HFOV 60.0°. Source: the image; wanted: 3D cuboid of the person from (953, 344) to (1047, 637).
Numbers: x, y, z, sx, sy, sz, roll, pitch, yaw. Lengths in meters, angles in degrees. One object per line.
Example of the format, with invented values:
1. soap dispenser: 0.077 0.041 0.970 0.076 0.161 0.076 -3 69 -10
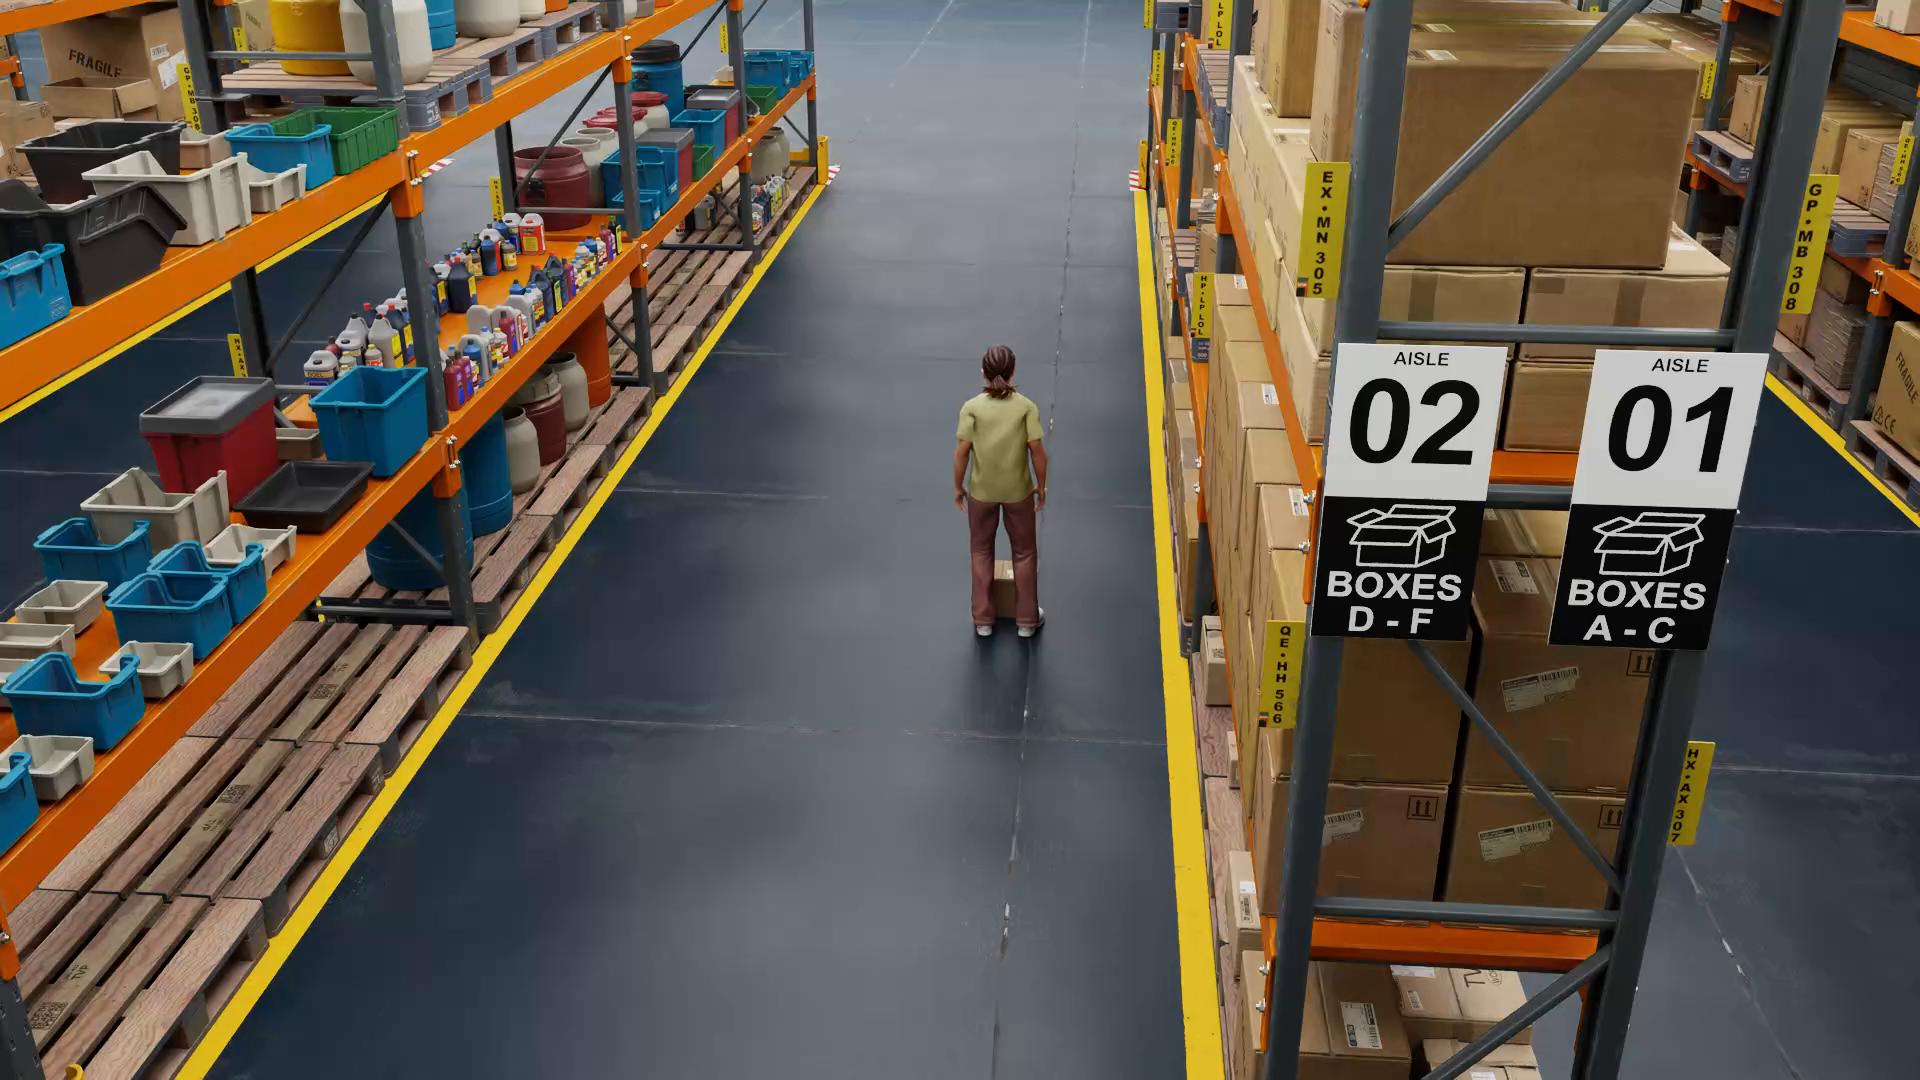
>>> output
1. person: 0.227 -0.262 9.179 0.521 1.672 0.343 1 25 2
